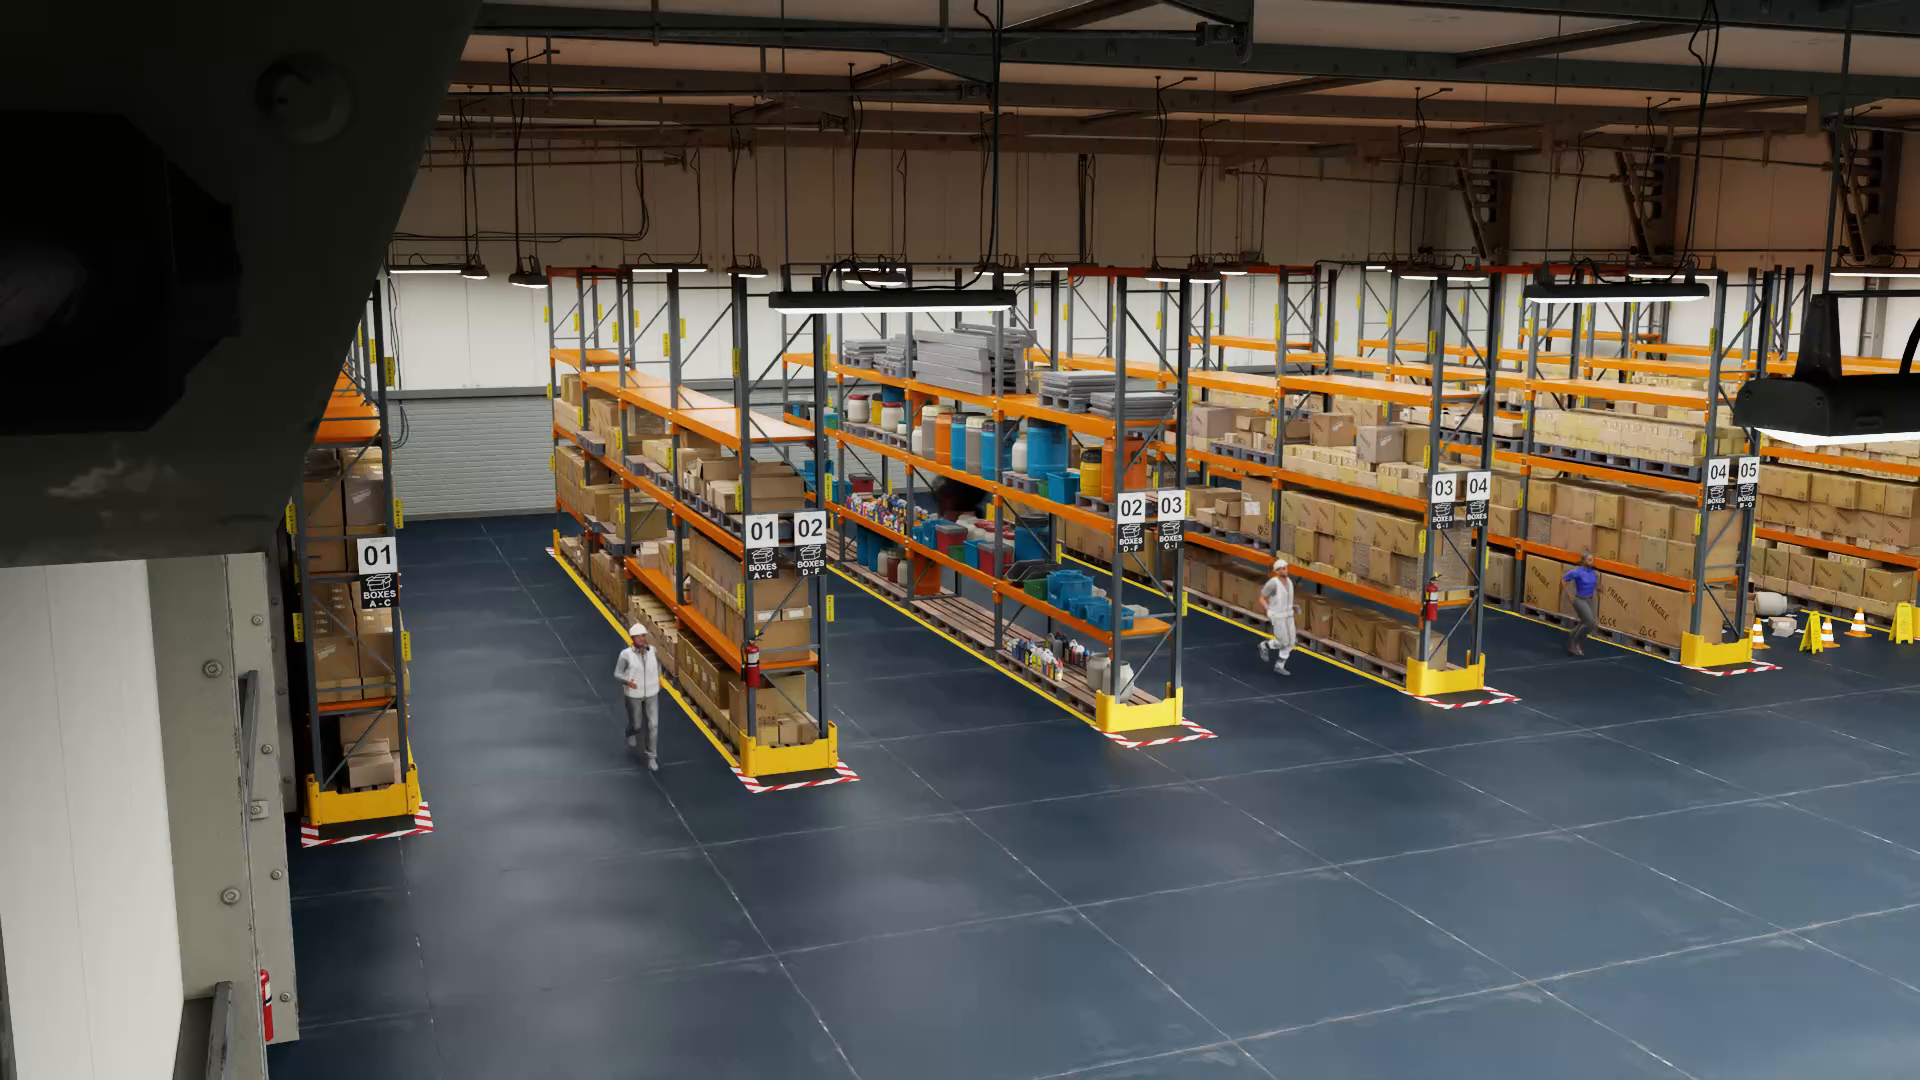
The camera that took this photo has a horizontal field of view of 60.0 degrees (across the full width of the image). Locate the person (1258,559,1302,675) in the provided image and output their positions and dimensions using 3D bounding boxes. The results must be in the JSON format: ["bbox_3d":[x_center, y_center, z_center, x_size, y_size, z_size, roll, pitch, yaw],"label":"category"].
[{"bbox_3d":[4.833,1.155,25.054,0.657,1.743,0.550,-7,12,-34],"label":"person"}]

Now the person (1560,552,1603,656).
[{"bbox_3d":[9.807,1.019,26.087,0.561,1.624,0.622,-7,12,-34],"label":"person"}]

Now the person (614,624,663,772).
[{"bbox_3d":[-3.963,1.908,20.654,0.661,1.777,0.922,-5,11,-26],"label":"person"}]
